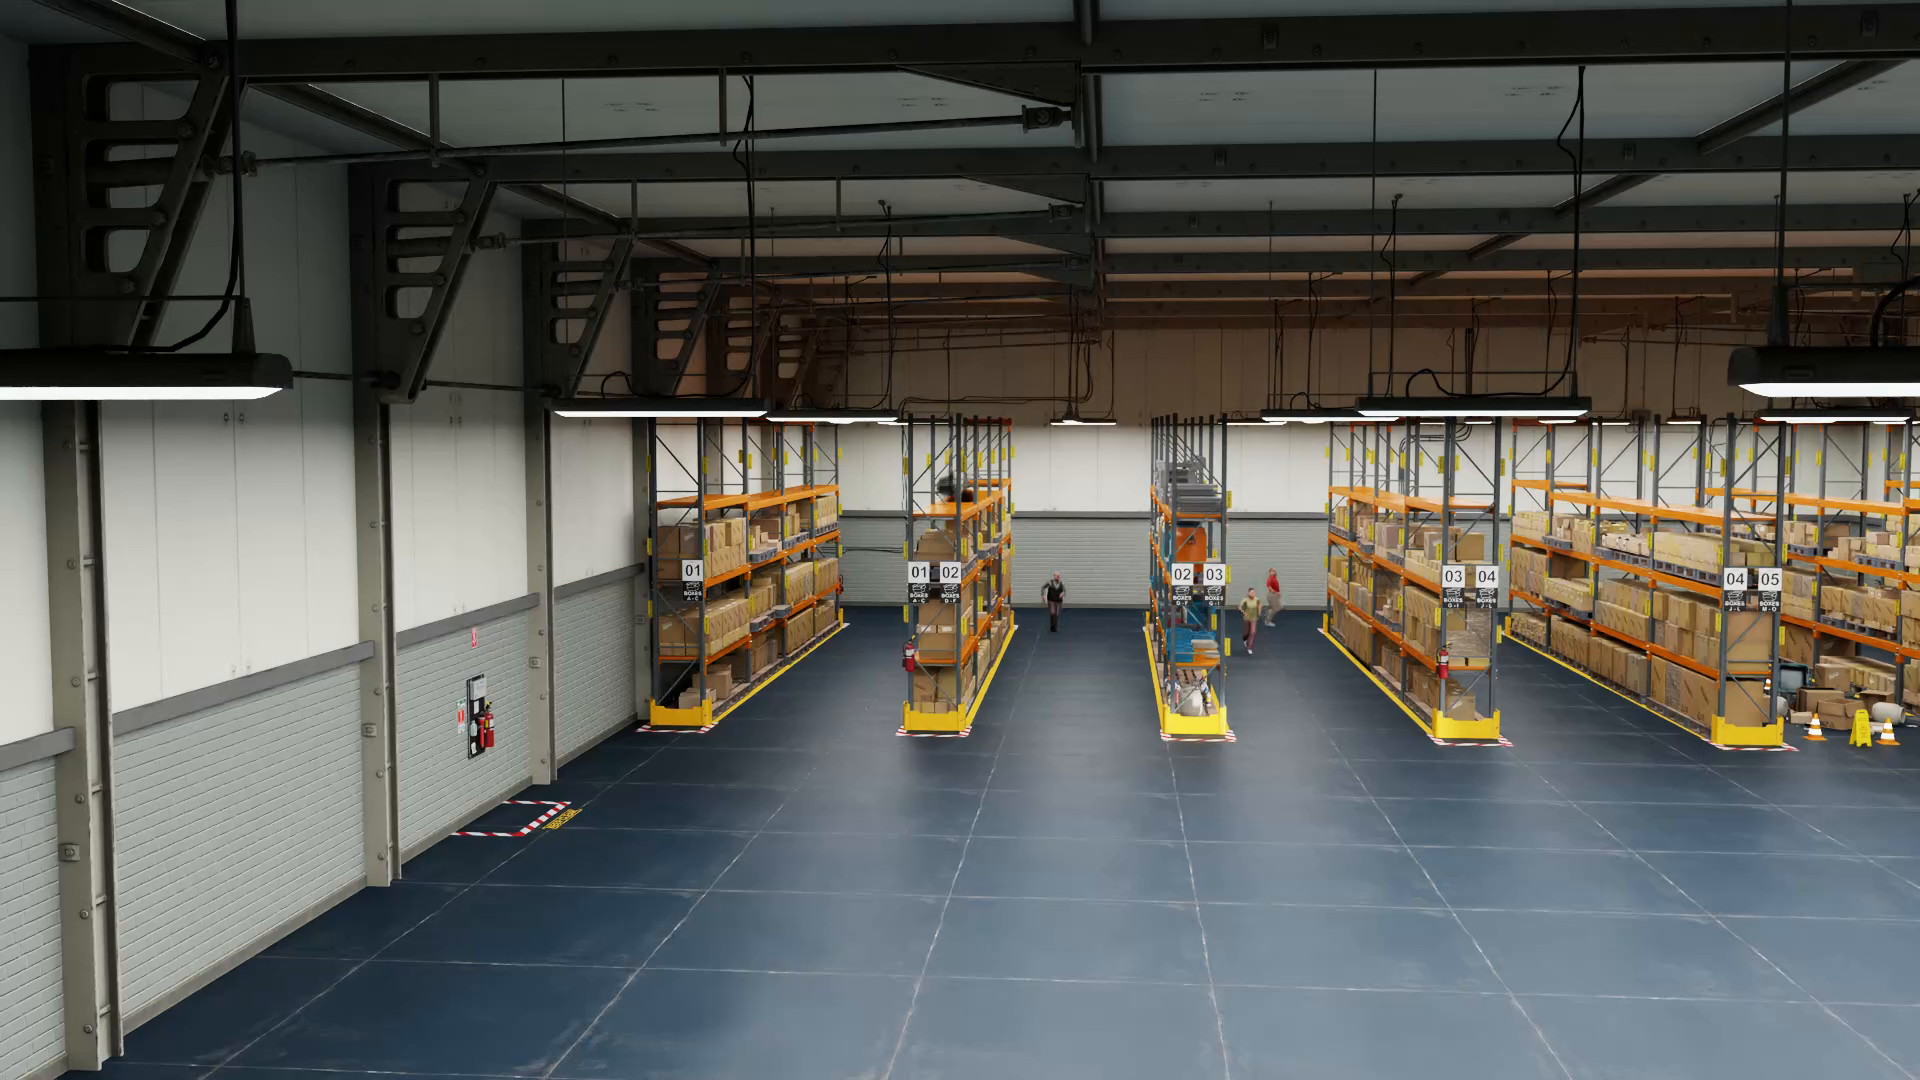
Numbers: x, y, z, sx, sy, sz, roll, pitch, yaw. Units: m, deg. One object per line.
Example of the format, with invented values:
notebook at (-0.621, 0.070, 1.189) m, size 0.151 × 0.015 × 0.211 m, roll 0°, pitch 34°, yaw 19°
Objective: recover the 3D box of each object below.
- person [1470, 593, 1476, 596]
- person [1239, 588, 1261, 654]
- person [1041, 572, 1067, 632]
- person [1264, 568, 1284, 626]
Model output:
person at (14.562, 1.691, 46.811) m, size 0.876 × 1.817 × 0.661 m, roll -2°, pitch 4°, yaw -28°
person at (7.419, 2.044, 42.531) m, size 0.602 × 1.660 × 0.916 m, roll 0°, pitch 4°, yaw -3°
person at (2.650, 1.748, 46.636) m, size 0.684 × 1.697 × 0.691 m, roll -1°, pitch 4°, yaw -10°
person at (9.107, 1.642, 48.194) m, size 0.531 × 1.689 × 0.673 m, roll 1°, pitch 4°, yaw 19°
